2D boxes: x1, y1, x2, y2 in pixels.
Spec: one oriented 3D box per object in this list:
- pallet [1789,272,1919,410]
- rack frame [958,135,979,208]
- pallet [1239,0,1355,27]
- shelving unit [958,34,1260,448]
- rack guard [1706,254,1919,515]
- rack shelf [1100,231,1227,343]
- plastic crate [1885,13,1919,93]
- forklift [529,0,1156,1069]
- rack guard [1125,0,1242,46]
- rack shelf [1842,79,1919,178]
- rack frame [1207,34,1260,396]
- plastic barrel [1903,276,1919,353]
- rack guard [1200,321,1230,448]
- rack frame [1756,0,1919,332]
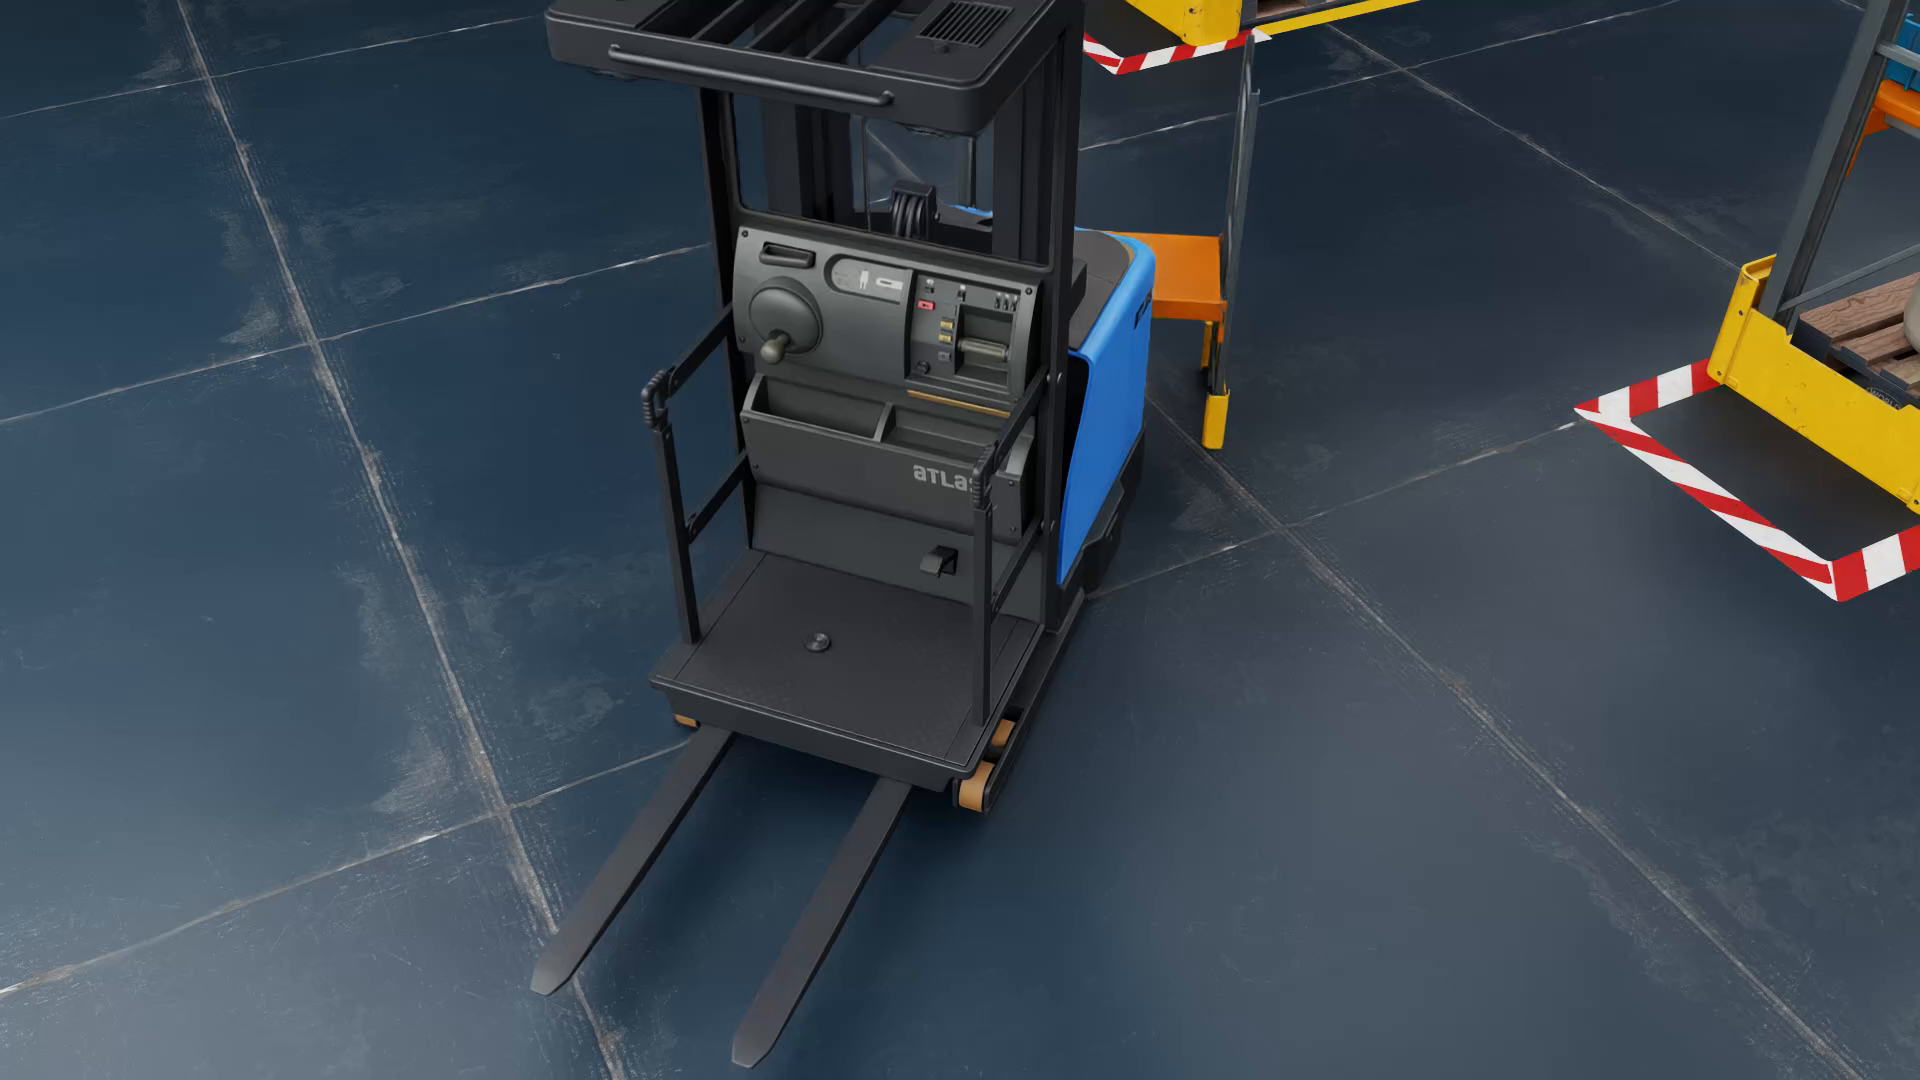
[{"bbox_3d":[4.308,-0.765,6.991,1.213,0.211,1.003,-19,44,-21],"label":"pallet"},{"bbox_3d":[0.035,-1.198,6.505,0.032,1.500,0.500,4,40,4],"label":"rack frame"},{"bbox_3d":[1.913,-3.568,10.302,1.213,0.211,1.003,-19,44,-21],"label":"pallet"},{"bbox_3d":[0.549,-1.164,6.465,1.083,1.500,0.587,4,40,4],"label":"shelving unit"},{"bbox_3d":[3.585,-0.636,6.615,0.348,0.500,1.175,-19,44,-21],"label":"rack guard"},{"bbox_3d":[0.540,-1.028,6.582,1.000,0.185,0.538,4,40,4],"label":"rack shelf"},{"bbox_3d":[3.845,-1.805,6.175,0.616,0.251,0.499,-19,44,-21],"label":"plastic crate"},{"bbox_3d":[-0.303,-0.573,4.658,1.130,2.935,3.031,14,42,16],"label":"forklift"},{"bbox_3d":[1.233,-3.419,9.902,0.348,0.500,1.175,-19,44,-21],"label":"rack guard"},{"bbox_3d":[5.313,-1.863,6.686,4.000,0.370,1.077,-19,44,-21],"label":"rack shelf"},{"bbox_3d":[1.046,-1.132,6.426,0.032,1.500,0.500,4,40,4],"label":"rack frame"},{"bbox_3d":[4.087,-0.991,6.700,0.421,0.512,0.421,0,40,0],"label":"plastic barrel"},{"bbox_3d":[1.045,-0.655,6.830,0.087,0.250,0.587,4,40,4],"label":"rack guard"},{"bbox_3d":[3.539,-1.541,5.748,0.127,3.000,1.000,-19,44,-21],"label":"rack frame"}]
